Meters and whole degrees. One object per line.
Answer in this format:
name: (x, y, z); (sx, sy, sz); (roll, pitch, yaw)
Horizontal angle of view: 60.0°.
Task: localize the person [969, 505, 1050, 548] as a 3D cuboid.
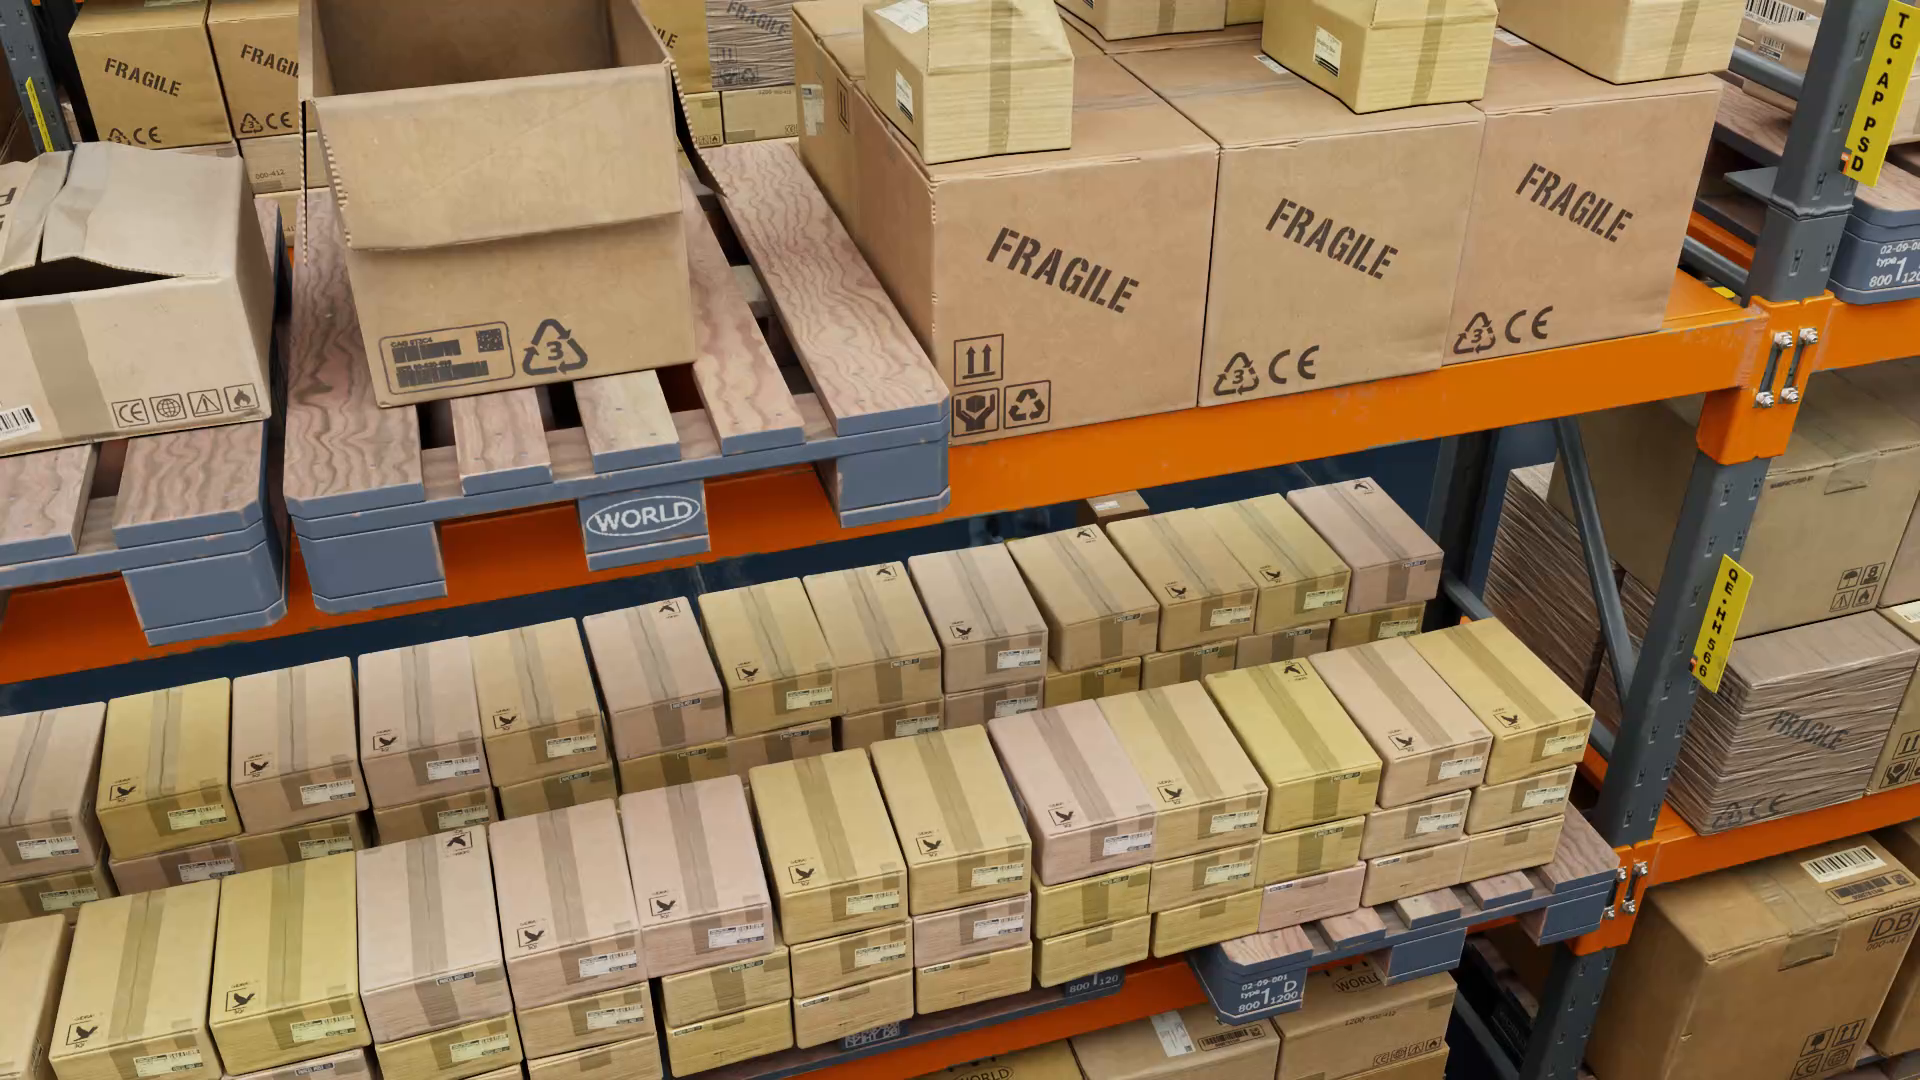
person: (0.268, -0.653, 7.088); (0.509, 1.772, 0.570); (-17, 37, -23)
